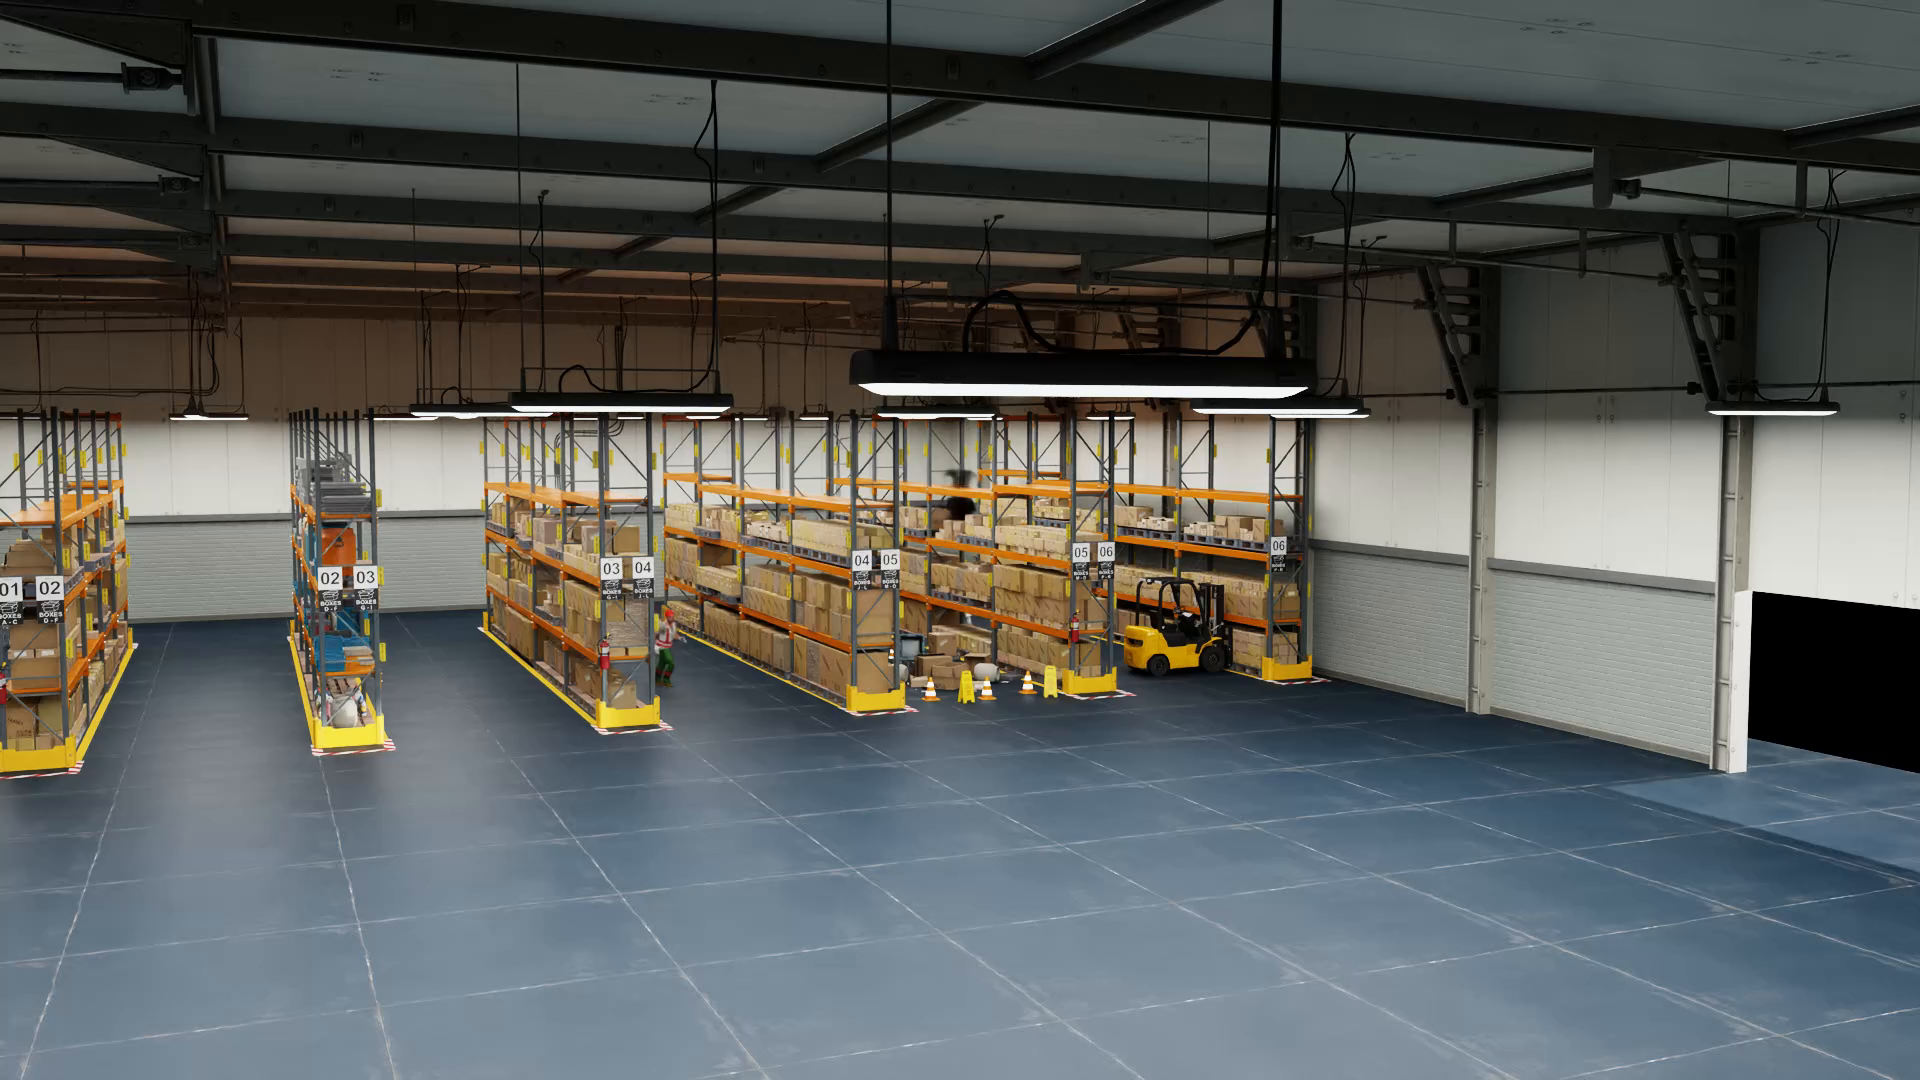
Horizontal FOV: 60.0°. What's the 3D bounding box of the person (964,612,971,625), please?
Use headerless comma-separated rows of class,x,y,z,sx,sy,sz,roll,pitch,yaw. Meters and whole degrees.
person,0.118,1.605,46.181,0.632,1.755,0.848,-2,5,-31

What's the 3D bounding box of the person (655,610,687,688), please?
person,-6.327,2.362,36.111,0.850,1.727,0.662,1,4,15
